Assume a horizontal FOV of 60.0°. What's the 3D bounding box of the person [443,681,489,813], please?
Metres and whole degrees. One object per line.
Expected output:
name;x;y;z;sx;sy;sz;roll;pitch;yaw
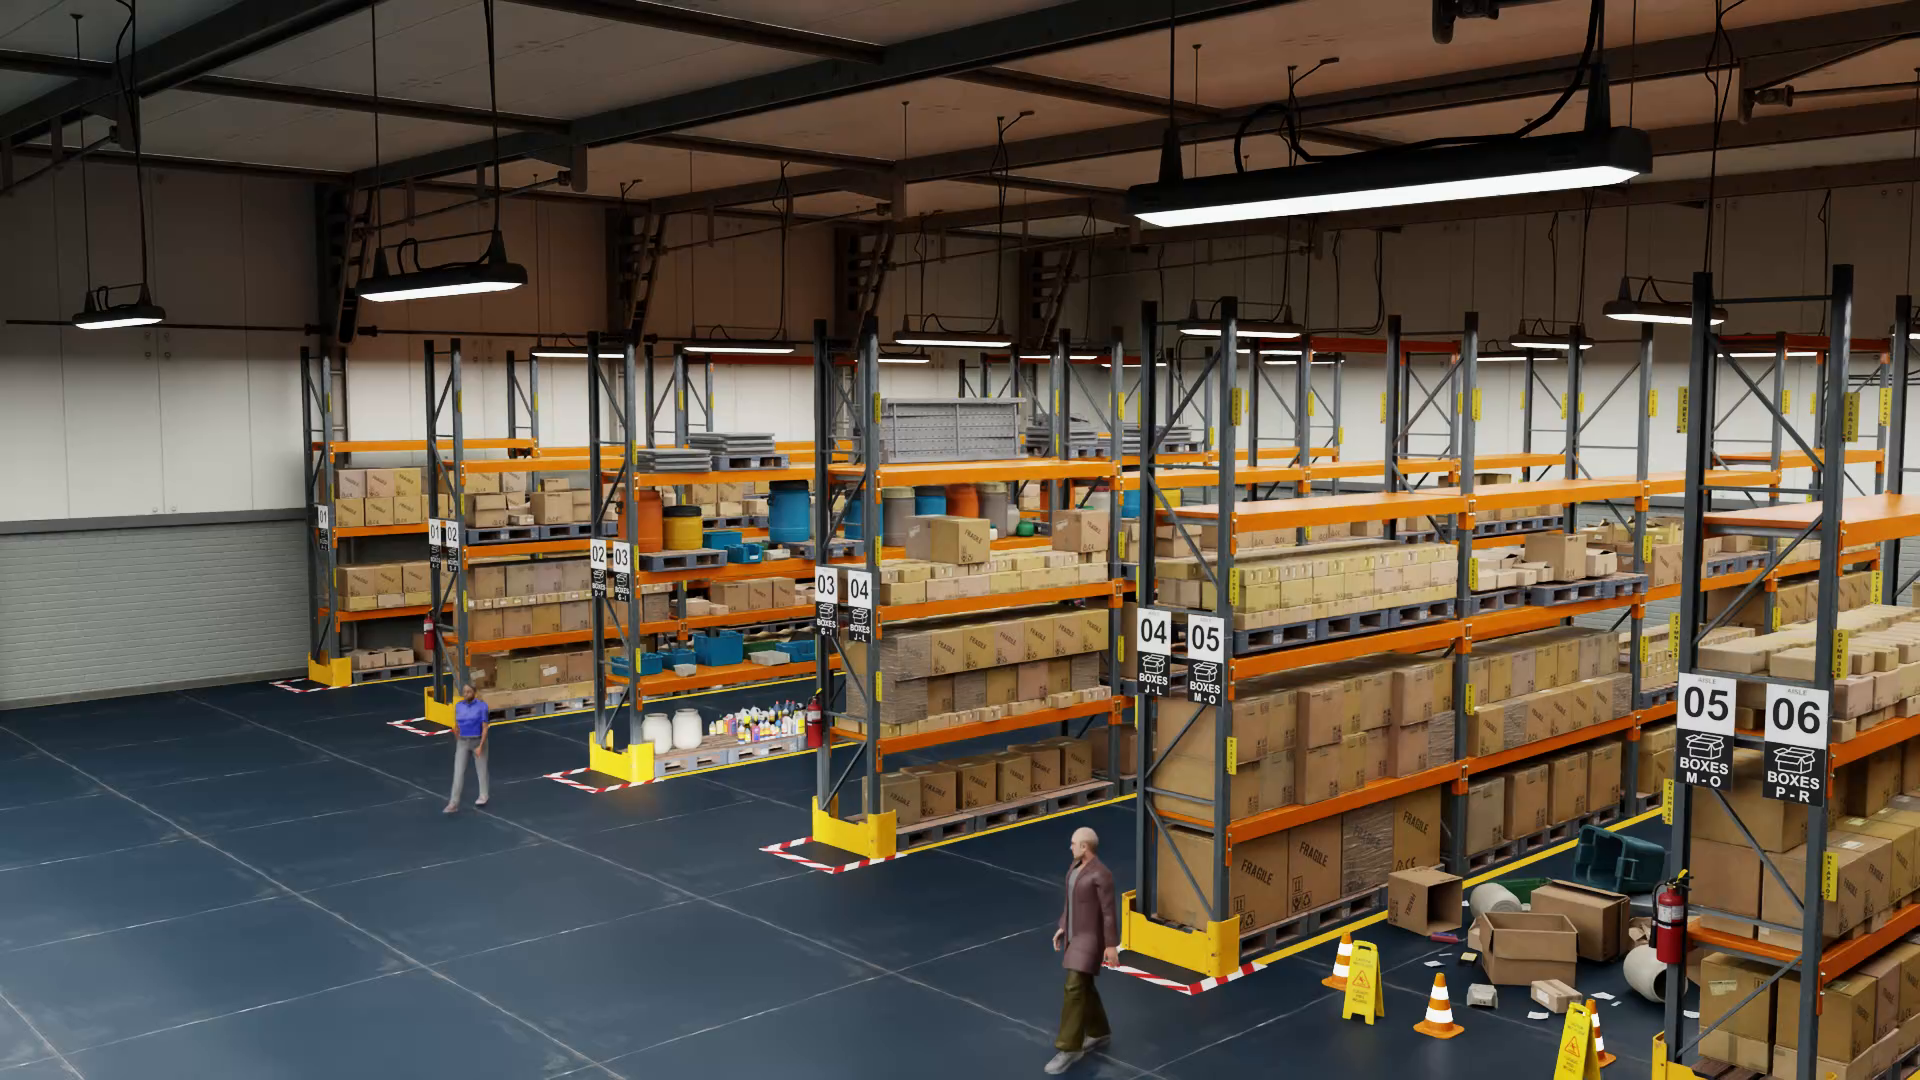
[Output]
person;-6.062;2.537;20.525;0.484;1.601;1.010;0;5;-5

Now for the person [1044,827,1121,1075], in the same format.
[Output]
person;0.890;3.146;12.975;0.705;1.794;0.661;-2;5;-18
